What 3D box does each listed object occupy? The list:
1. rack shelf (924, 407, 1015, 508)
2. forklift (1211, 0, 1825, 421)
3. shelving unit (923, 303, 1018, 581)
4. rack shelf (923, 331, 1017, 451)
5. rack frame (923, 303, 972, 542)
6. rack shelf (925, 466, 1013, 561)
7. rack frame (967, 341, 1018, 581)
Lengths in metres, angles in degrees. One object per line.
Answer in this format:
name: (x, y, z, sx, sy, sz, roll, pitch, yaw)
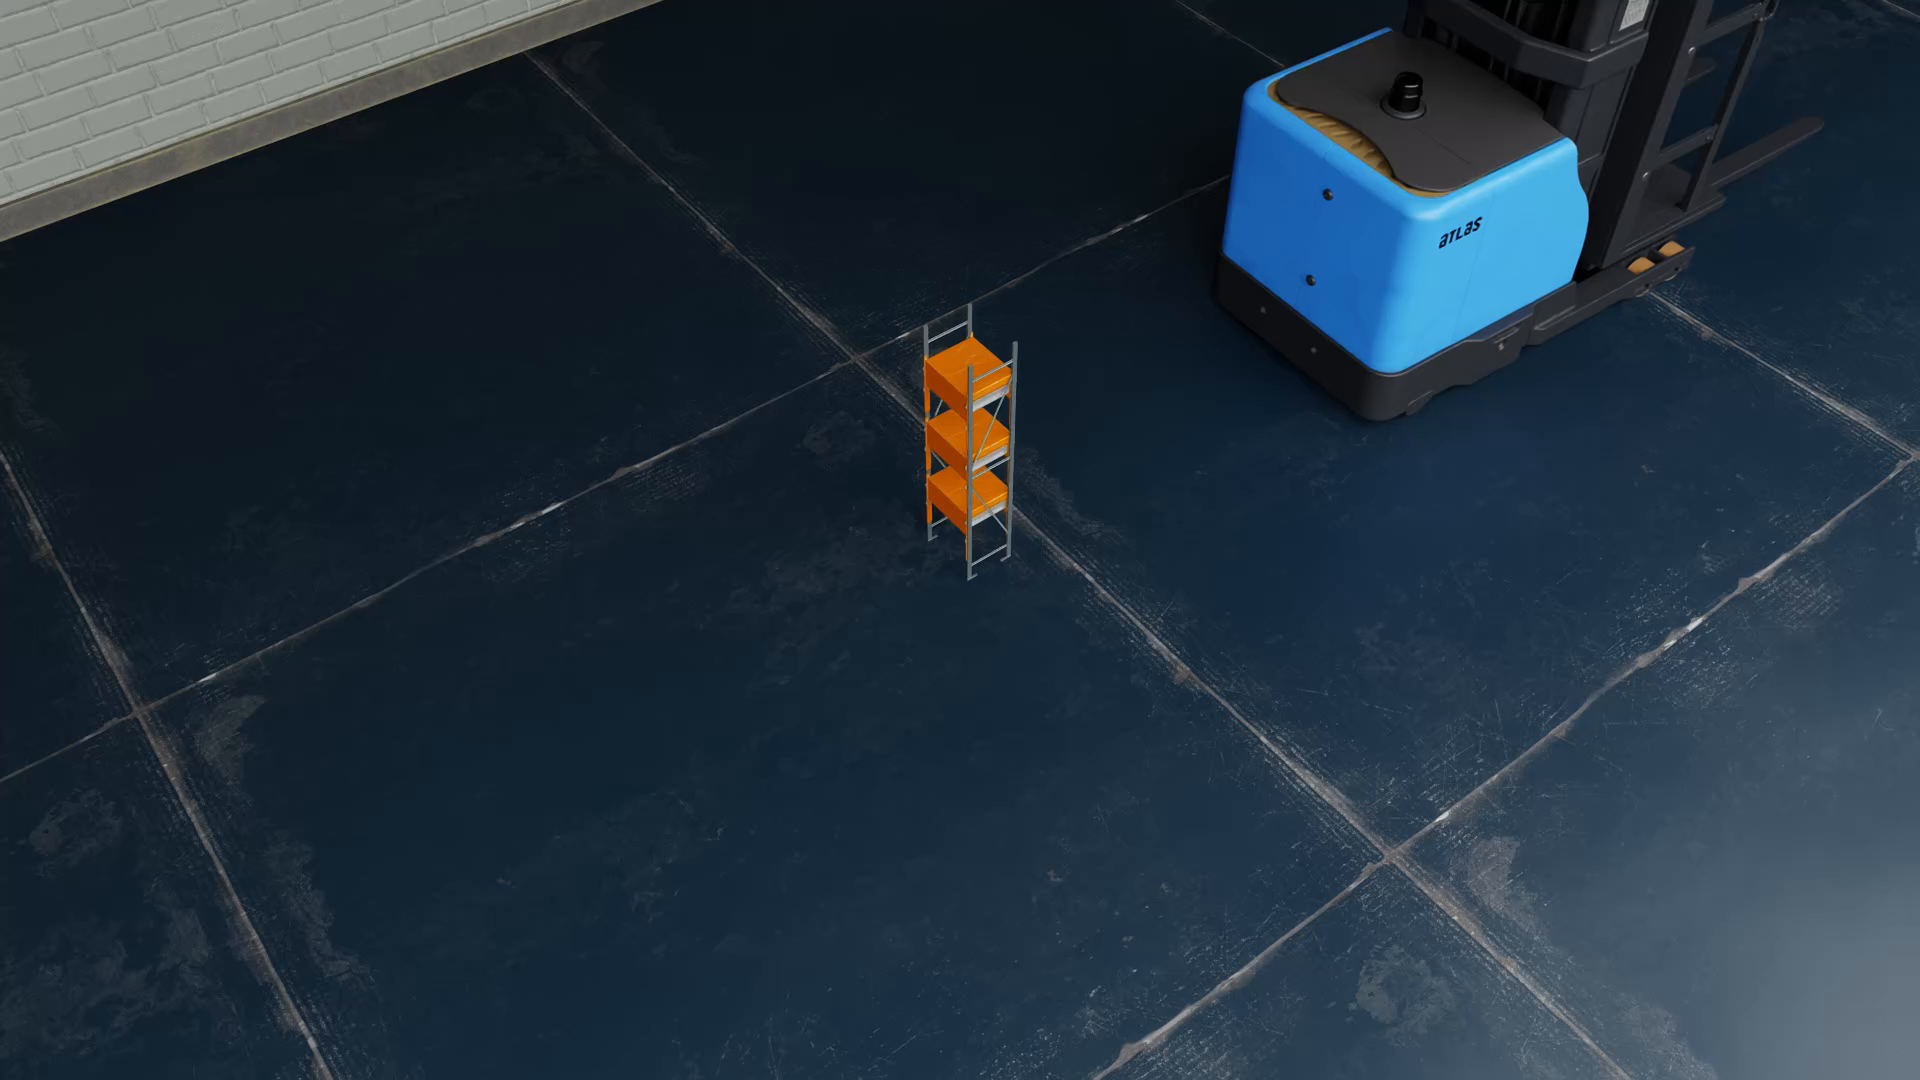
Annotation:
rack shelf: (0.032, -0.314, 5.840, 0.215, 0.259, 0.240, -29, 54, -24)
forklift: (2.576, -2.335, 6.388, 3.031, 2.935, 1.130, -27, 53, -23)
shelving unit: (0.032, -0.321, 5.832, 0.215, 1.050, 0.252, -29, 54, -24)
rack shelf: (0.032, -0.505, 5.630, 0.215, 0.259, 0.240, -29, 54, -24)
rack frame: (-0.041, -0.393, 5.898, 0.200, 1.050, 0.008, -29, 54, -24)
rack shelf: (0.032, -0.127, 6.046, 0.215, 0.259, 0.240, -29, 54, -24)
rack frame: (0.106, -0.249, 5.767, 0.200, 1.050, 0.008, -29, 54, -24)
